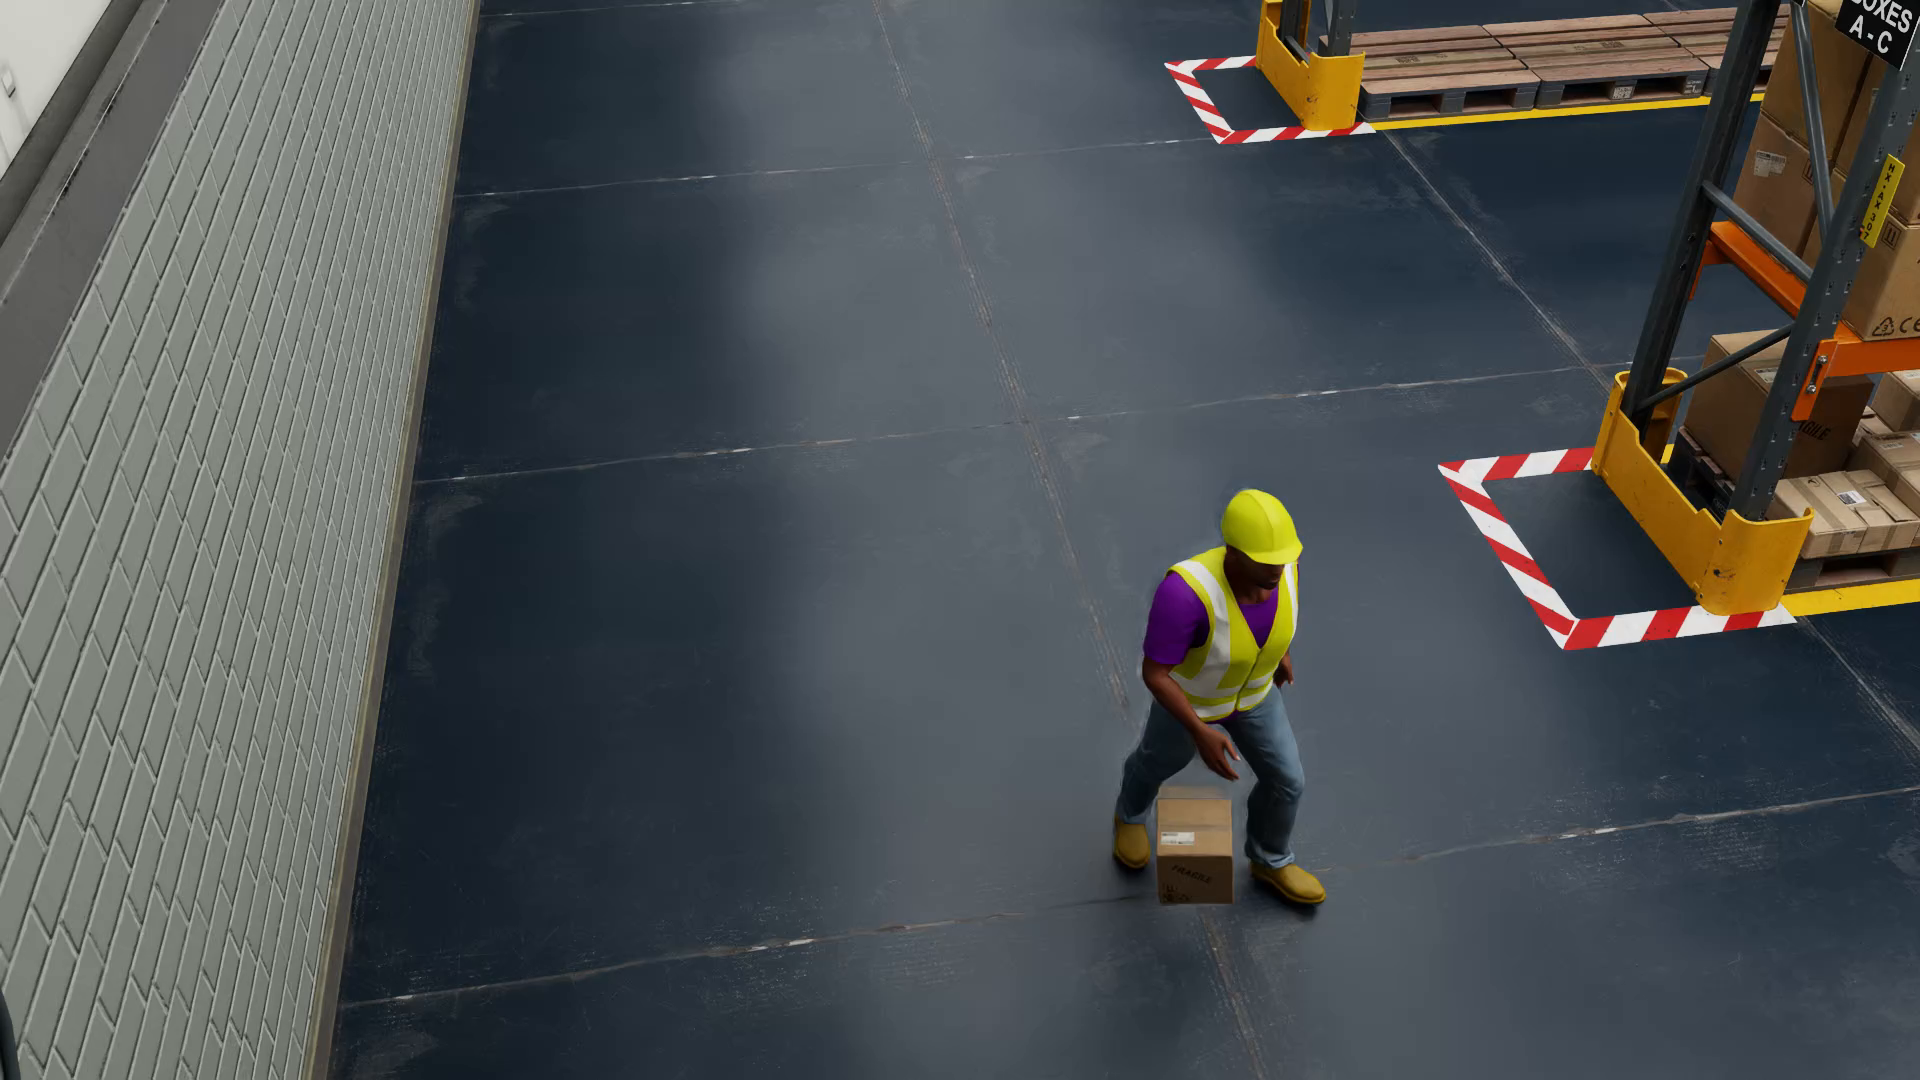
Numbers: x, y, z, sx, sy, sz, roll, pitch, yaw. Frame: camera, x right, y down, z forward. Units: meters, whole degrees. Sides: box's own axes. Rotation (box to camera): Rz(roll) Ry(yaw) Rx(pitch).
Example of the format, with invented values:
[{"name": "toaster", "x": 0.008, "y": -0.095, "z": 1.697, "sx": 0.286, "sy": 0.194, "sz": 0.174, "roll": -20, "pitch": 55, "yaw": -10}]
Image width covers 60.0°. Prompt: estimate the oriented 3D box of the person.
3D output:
[{"name": "person", "x": 0.858, "y": 0.515, "z": 5.506, "sx": 0.670, "sy": 1.724, "sz": 0.735, "roll": -17, "pitch": 41, "yaw": -20}]
